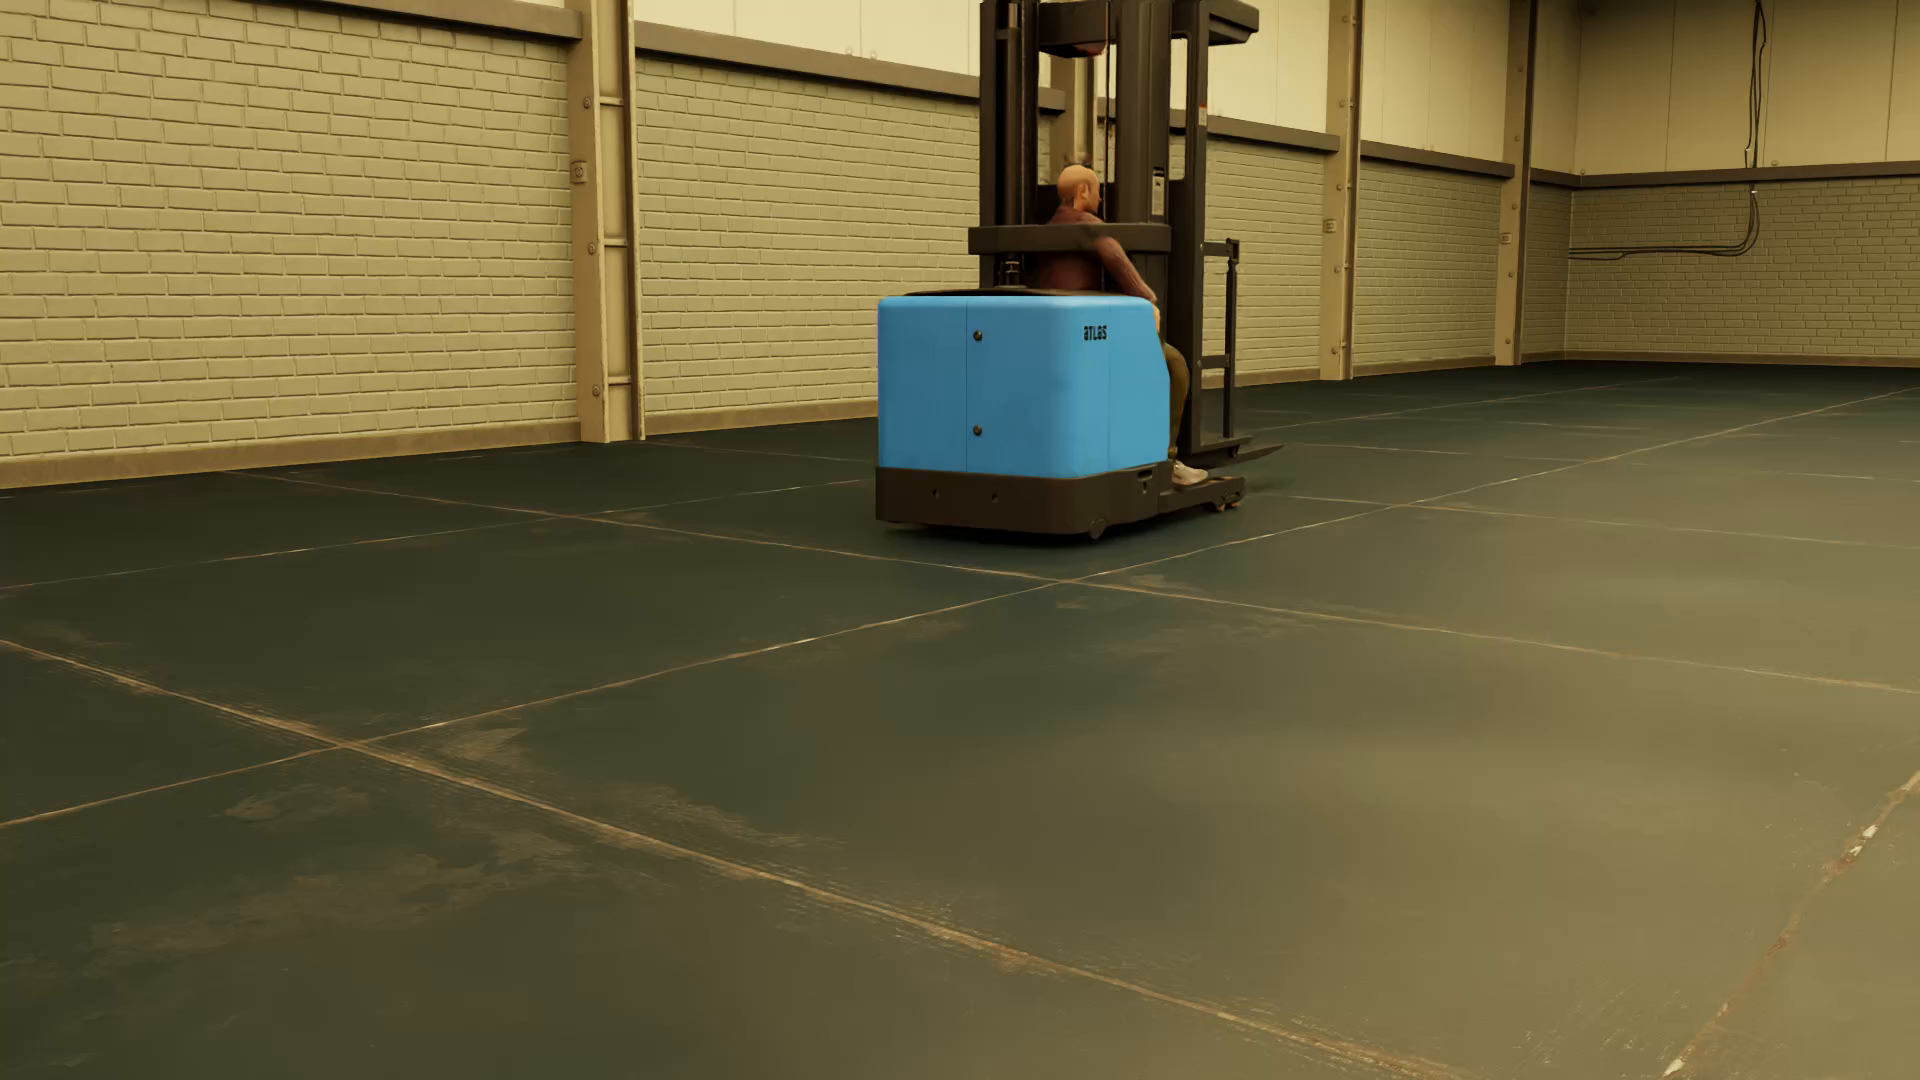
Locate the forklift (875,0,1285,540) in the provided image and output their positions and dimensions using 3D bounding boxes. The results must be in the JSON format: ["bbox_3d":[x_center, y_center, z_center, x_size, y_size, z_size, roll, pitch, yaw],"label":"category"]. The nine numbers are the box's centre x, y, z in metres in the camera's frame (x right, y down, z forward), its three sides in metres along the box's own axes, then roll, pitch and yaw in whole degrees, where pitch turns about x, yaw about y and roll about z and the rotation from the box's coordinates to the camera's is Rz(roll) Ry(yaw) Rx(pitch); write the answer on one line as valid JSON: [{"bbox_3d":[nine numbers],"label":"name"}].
[{"bbox_3d":[0.811,-1.622,8.365,1.130,2.935,3.031,5,10,31],"label":"forklift"}]

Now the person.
[{"bbox_3d":[0.735,-0.955,8.049,0.712,1.679,0.989,-2,9,-16],"label":"person"}]
